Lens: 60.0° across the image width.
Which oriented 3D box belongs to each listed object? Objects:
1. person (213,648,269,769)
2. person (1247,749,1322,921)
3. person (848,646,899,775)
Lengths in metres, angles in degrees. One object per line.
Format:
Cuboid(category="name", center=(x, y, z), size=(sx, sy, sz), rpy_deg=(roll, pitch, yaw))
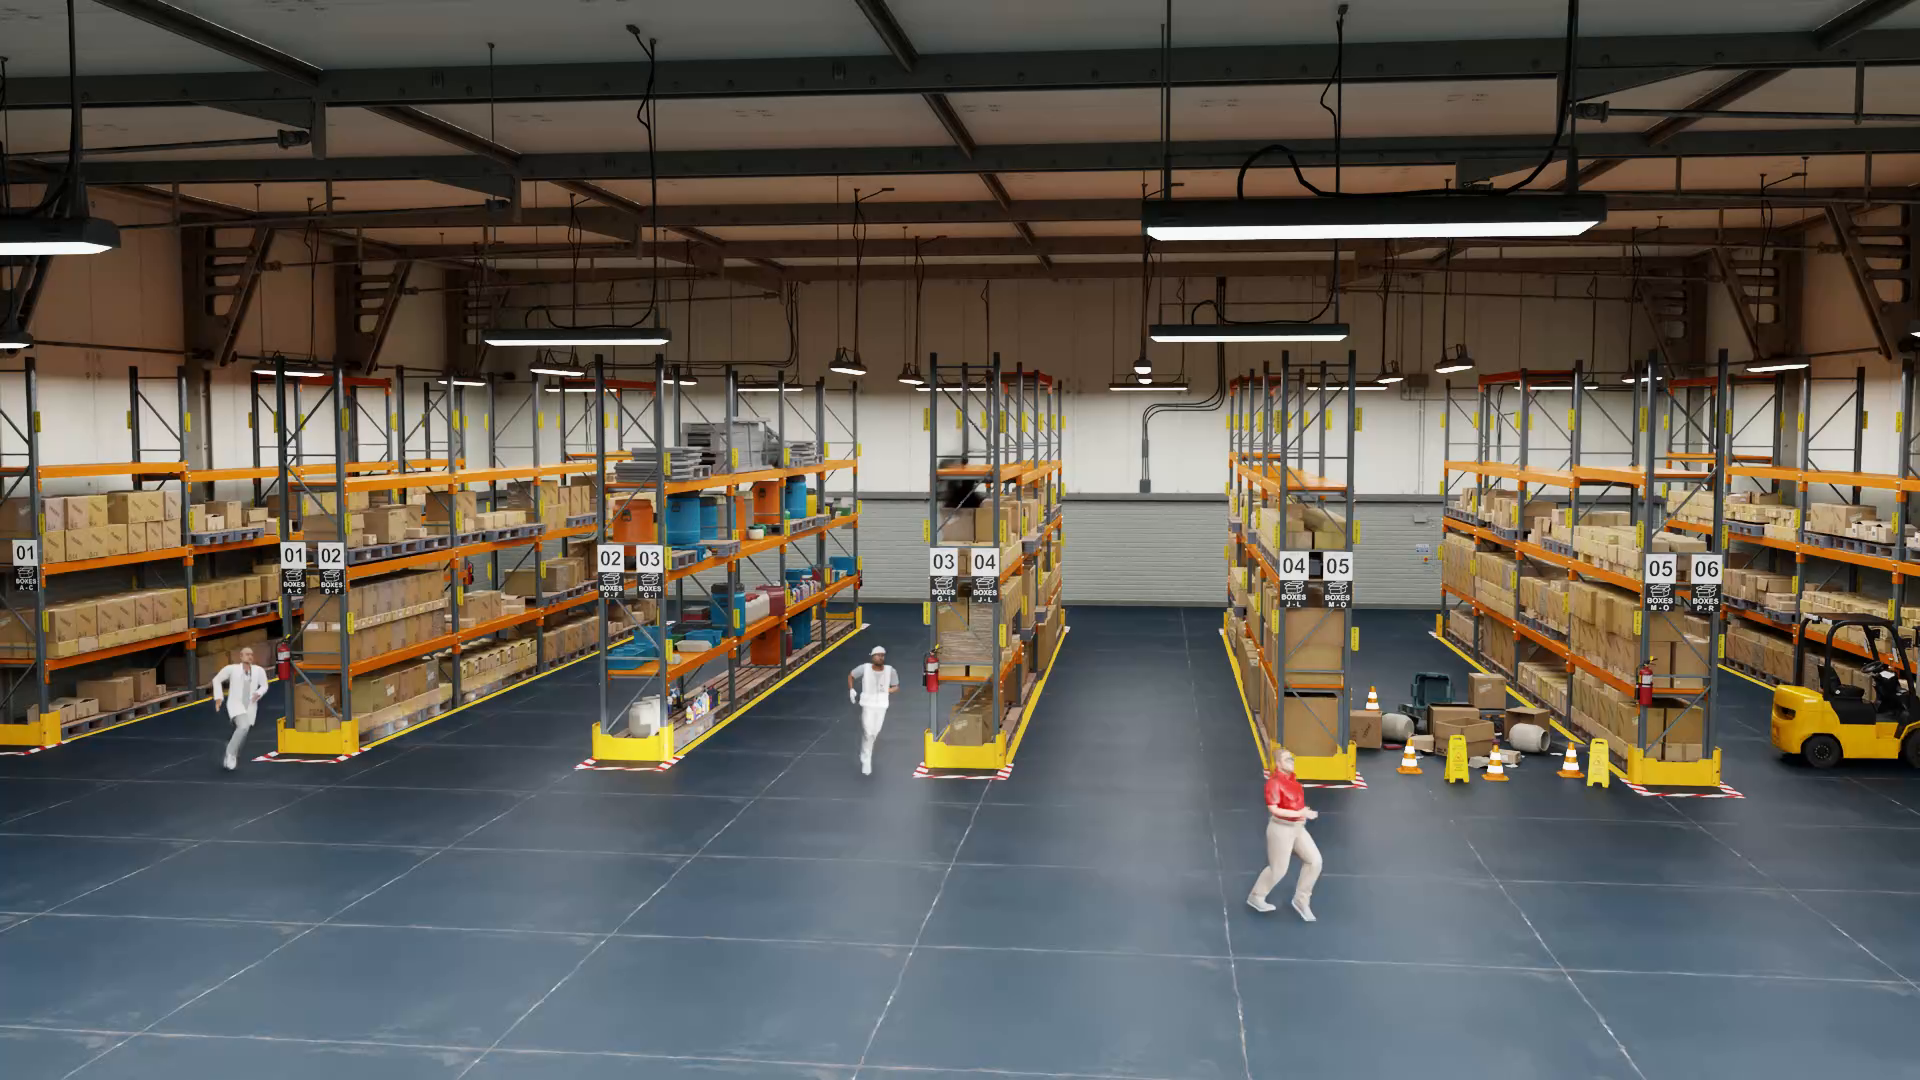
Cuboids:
Cuboid(category="person", center=(-10.357, 2.424, 24.072), size=(0.697, 1.712, 0.675), rpy_deg=(-4, 6, -44))
Cuboid(category="person", center=(3.296, 2.985, 16.805), size=(0.767, 1.773, 0.670), rpy_deg=(3, 5, 40))
Cuboid(category="person", center=(-1.242, 2.436, 24.029), size=(0.686, 1.820, 0.736), rpy_deg=(-2, 4, -21))
